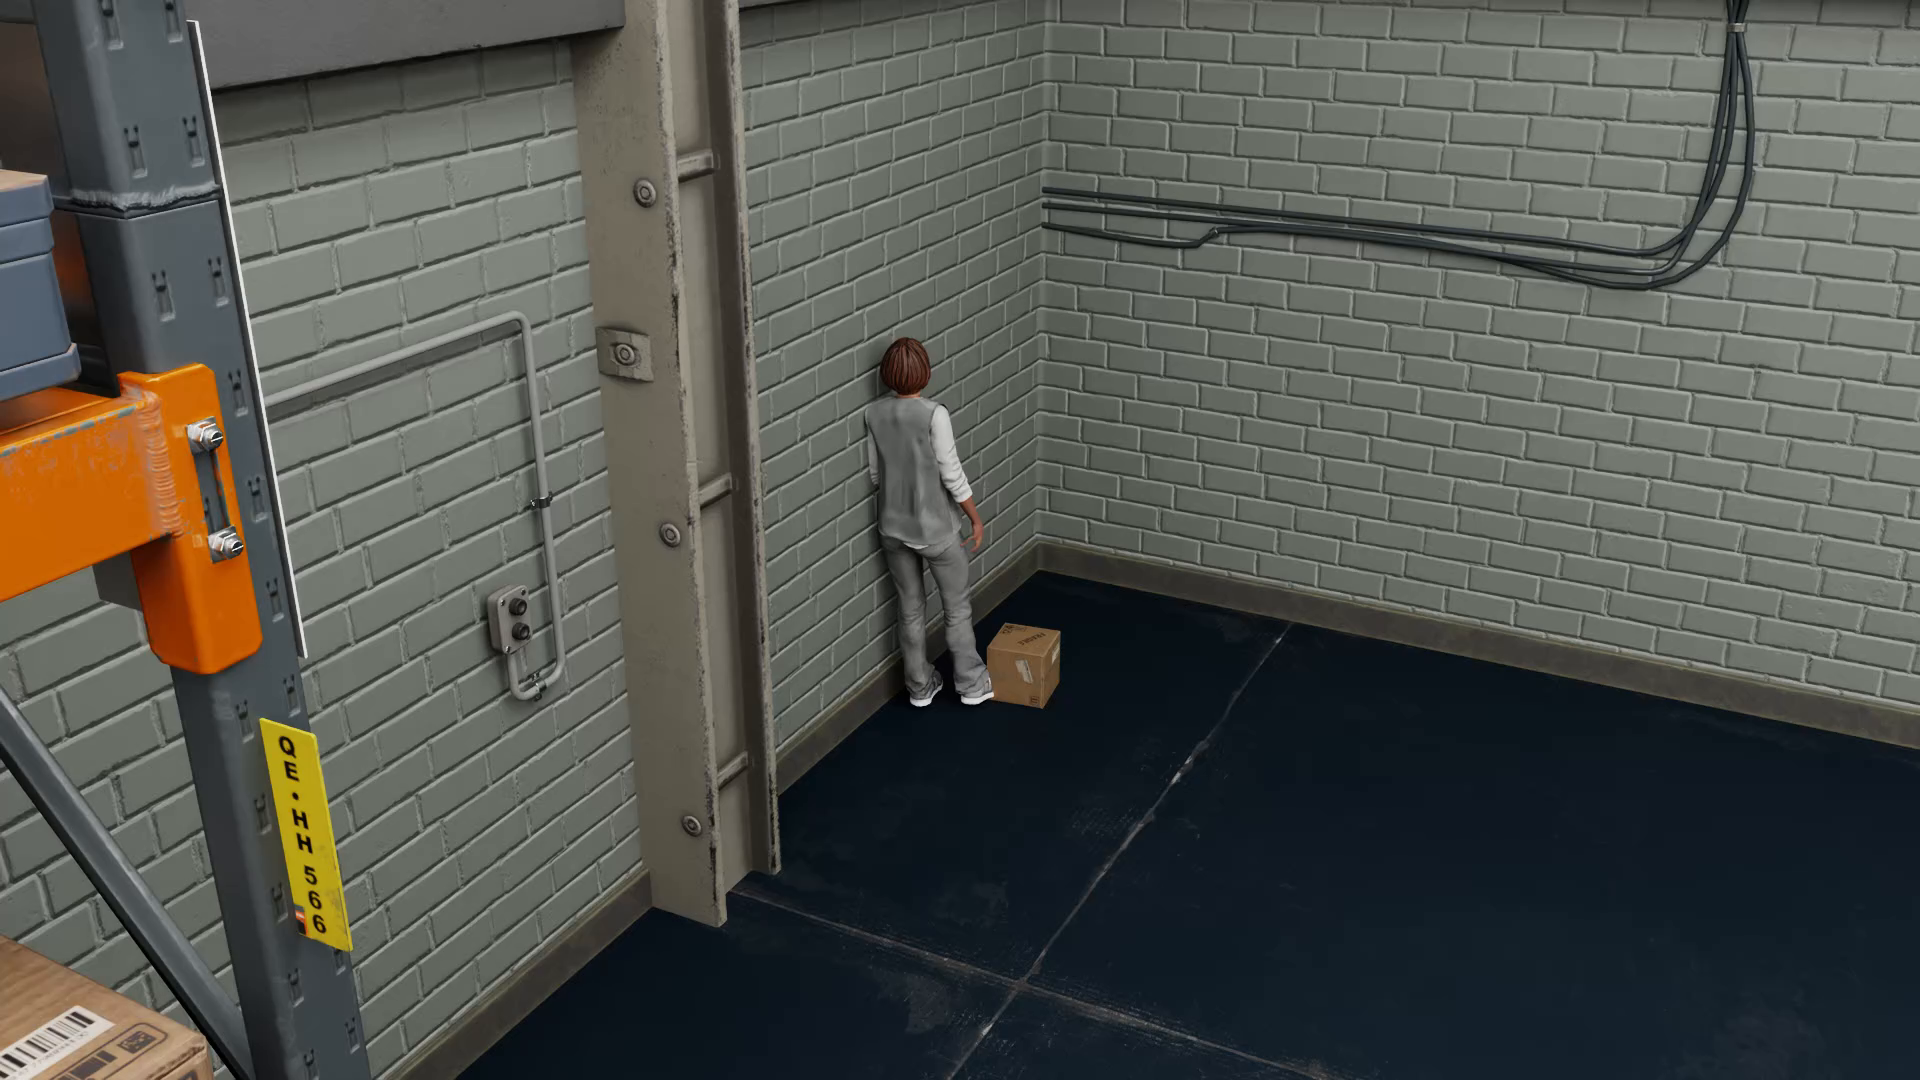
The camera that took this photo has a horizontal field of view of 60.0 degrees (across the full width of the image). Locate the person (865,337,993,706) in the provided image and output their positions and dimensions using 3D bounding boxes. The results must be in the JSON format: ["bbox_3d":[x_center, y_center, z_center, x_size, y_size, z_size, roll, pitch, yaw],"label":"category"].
[{"bbox_3d":[-0.116,-0.071,6.749,0.520,1.599,0.472,11,26,25],"label":"person"}]
